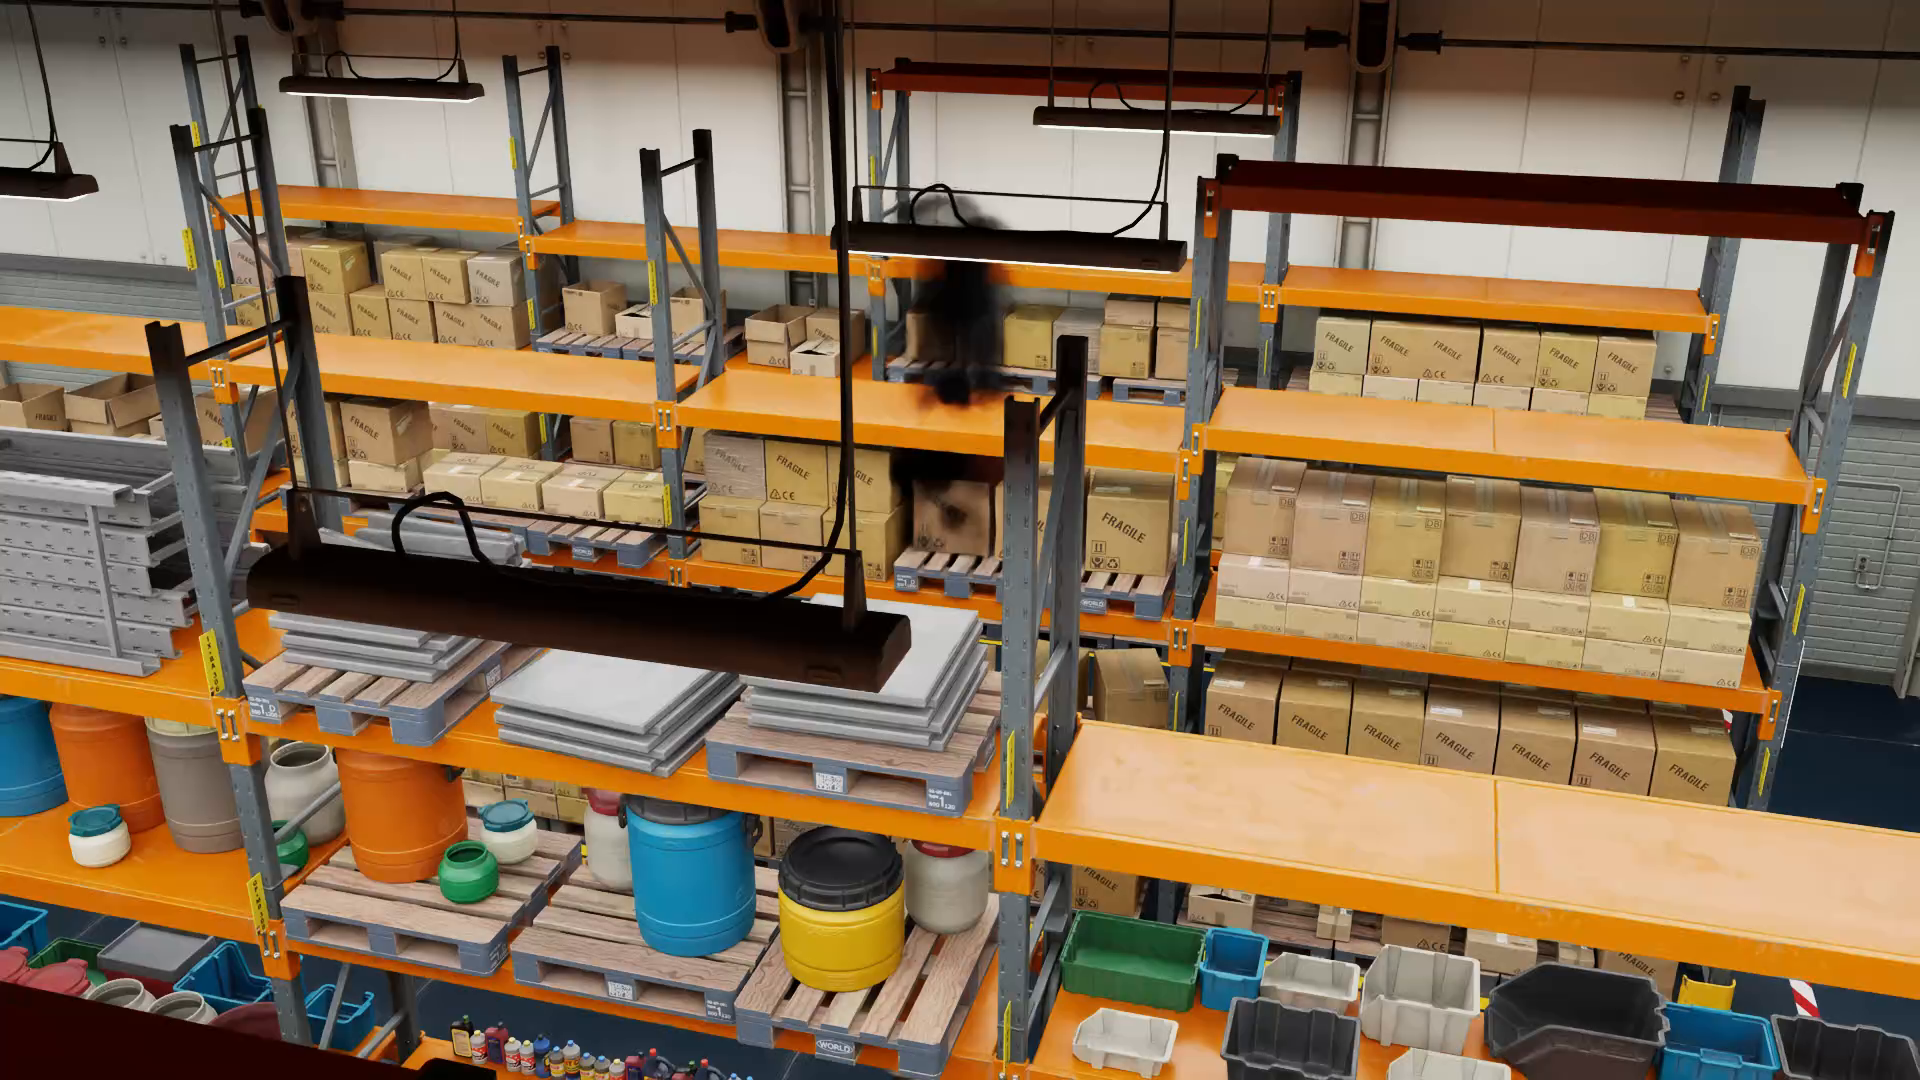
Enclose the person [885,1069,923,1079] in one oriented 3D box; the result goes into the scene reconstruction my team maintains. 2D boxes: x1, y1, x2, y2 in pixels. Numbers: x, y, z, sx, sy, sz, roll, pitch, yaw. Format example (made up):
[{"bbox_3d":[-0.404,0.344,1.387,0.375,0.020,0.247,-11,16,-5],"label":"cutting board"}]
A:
[{"bbox_3d":[-0.289,3.150,10.188,0.780,1.826,0.745,19,29,39],"label":"person"}]
